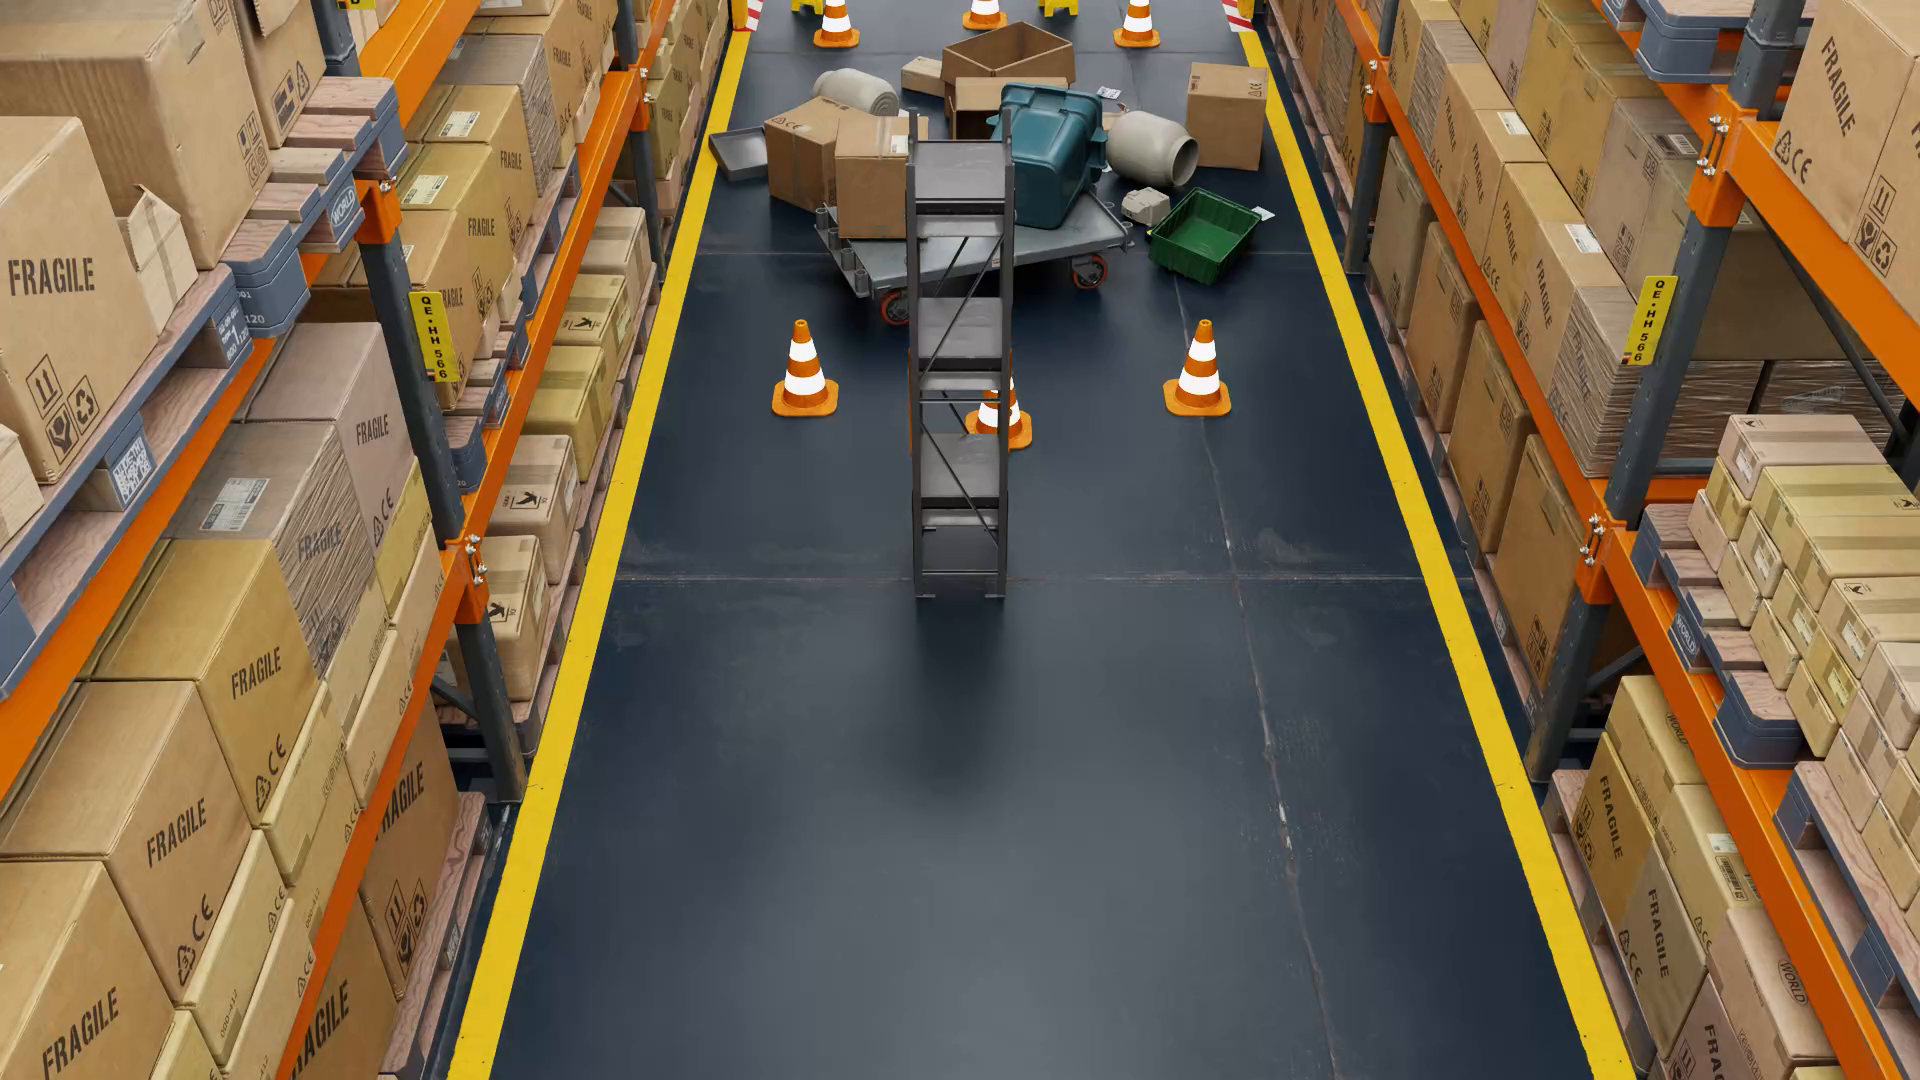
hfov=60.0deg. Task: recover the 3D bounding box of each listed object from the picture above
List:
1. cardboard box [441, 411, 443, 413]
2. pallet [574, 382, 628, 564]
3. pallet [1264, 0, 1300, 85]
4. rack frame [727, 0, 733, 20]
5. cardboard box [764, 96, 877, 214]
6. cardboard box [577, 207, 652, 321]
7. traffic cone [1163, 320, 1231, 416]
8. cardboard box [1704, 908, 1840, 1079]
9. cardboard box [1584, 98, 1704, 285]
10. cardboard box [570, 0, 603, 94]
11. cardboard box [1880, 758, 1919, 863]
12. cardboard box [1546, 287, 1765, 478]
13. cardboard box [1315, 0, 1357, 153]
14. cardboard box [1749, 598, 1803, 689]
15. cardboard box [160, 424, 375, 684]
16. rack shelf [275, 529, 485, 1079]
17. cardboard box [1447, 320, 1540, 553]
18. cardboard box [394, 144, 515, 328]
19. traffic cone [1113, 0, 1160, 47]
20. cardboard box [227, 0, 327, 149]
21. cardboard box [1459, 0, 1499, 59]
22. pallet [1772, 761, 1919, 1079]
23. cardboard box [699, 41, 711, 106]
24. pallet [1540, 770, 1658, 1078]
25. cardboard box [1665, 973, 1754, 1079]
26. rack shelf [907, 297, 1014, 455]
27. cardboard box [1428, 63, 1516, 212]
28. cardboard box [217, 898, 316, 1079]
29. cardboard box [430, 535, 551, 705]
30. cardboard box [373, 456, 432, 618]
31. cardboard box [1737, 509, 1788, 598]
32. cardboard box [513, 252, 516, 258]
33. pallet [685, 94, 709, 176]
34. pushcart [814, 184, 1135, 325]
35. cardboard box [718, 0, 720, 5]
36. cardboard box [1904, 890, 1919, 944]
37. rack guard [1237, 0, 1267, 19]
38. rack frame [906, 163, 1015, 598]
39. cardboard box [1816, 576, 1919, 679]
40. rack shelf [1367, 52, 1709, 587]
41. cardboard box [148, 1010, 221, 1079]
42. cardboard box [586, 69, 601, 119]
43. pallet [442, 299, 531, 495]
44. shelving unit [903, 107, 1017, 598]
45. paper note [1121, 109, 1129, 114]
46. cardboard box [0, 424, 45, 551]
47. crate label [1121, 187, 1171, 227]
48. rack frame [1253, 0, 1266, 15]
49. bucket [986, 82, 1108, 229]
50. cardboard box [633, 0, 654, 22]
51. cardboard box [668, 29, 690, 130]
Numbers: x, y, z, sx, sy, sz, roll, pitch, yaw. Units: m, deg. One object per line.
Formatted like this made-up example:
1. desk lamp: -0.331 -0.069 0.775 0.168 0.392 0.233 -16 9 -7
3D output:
1. cardboard box: -2.016 -0.449 5.777 0.380 0.149 0.250 -2 39 -3
2. pallet: -2.200 -0.342 8.007 1.003 0.211 1.213 0 39 0
3. pallet: 2.818 -3.661 12.150 1.003 0.211 1.213 0 39 0
4. rack frame: -2.211 -5.183 11.819 1.000 3.000 0.127 0 39 0
5. cardboard box: -0.847 -2.378 10.316 0.500 0.500 0.500 28 46 30
6. cardboard box: -2.203 -1.492 8.978 0.950 0.372 0.625 0 39 1
7. traffic cone: 1.235 -0.919 8.526 0.336 0.463 0.334 0 39 0
8. cardboard box: 2.495 1.330 4.755 0.500 0.250 0.500 0 39 0
9. cardboard box: 2.756 -1.273 6.060 0.700 0.500 0.500 -1 39 -1
10. cardboard box: -1.975 -2.402 7.695 0.500 0.500 0.500 0 39 0
11. cardboard box: 2.551 0.679 4.131 0.380 0.149 0.250 0 39 0
12. cardboard box: 2.479 -0.567 5.979 0.500 0.500 0.500 0 39 0
13. cardboard box: 2.808 -3.040 10.508 0.875 0.875 0.875 0 39 0
14. cardboard box: 2.548 0.304 4.837 0.380 0.149 0.250 2 39 2
15. cardboard box: -1.931 0.035 4.428 0.500 0.500 0.500 1 39 1
16. rack shelf: -2.200 1.351 4.240 1.077 0.370 4.000 0 39 0
17. cardboard box: 2.833 -0.460 7.389 1.050 0.750 0.750 1 39 1
18. cardboard box: -1.979 -1.106 6.078 0.500 0.500 0.500 2 39 2
19. traffic cone: 1.319 -3.927 12.280 0.336 0.463 0.334 0 39 0
20. cardboard box: -2.051 -1.319 4.180 0.797 0.503 0.637 -2 39 -3
21. cardboard box: 2.752 -2.545 7.648 0.700 0.500 0.500 -1 39 -1
22. pallet: 2.791 1.066 4.175 1.003 0.211 1.213 0 39 0
23. cardboard box: -1.942 -3.117 11.104 0.500 0.250 0.500 -1 39 -2
24. pallet: 2.747 1.330 5.921 1.003 0.211 1.213 0 39 0
25. cardboard box: 2.503 1.643 4.965 0.500 0.500 0.500 -1 39 -1
26. rack shelf: 0.000 -0.705 6.973 0.431 0.518 0.480 0 39 0
27. cardboard box: 2.474 -1.830 7.555 0.500 0.500 0.500 0 39 0
28. cardboard box: -1.912 1.148 4.039 0.500 0.250 0.500 -1 39 -1
29. cardboard box: -2.193 0.328 6.707 0.950 0.372 0.625 -2 39 -3
30. cardboard box: -1.947 -0.014 5.089 0.500 0.250 0.500 0 39 0
31. cardboard box: 2.550 0.043 4.924 0.380 0.149 0.250 2 39 2
32. cardboard box: -1.995 -1.120 6.614 0.380 0.149 0.250 2 39 3
33. pallet: -2.247 -2.778 11.048 1.003 0.211 1.213 0 39 0
34. pushcart: 0.073 -1.691 9.558 1.648 0.377 0.936 -13 40 -16
35. cardboard box: -1.949 -4.066 11.688 0.500 0.500 0.500 0 39 0
36. cardboard box: 2.549 0.959 4.019 0.380 0.149 0.250 -1 39 -2
37. rack guard: 2.739 -4.289 12.702 1.175 0.500 0.348 0 39 0
38. rack frame: 0.000 -0.563 6.774 0.400 2.100 0.015 0 39 0
39. cardboard box: 2.553 0.231 4.452 0.380 0.149 0.250 -2 39 -2
40. rack shelf: 2.746 -1.217 7.445 1.077 0.370 4.000 0 39 0
41. cardboard box: -1.918 1.268 3.489 0.500 0.250 0.500 0 39 1
42. cardboard box: -1.911 -2.100 7.836 0.380 0.149 0.250 -1 39 -1
43. pallet: -2.309 -0.551 6.192 1.213 0.211 1.003 0 39 0
44. shelving unit: 0.000 -0.716 6.964 0.431 2.100 0.503 0 39 0
45. paper note: 1.121 -2.930 11.399 0.032 0.001 0.123 20 43 23
46. cardboard box: -1.849 -0.103 2.853 0.396 0.266 0.258 3 39 4
47. crate label: 1.140 -2.048 10.196 0.298 0.136 0.250 -28 46 -30
48. rack frame: 2.739 -5.250 11.902 1.000 3.000 0.127 0 39 0
49. bucket: 0.438 -2.147 9.433 0.726 0.611 0.620 13 50 15
50. cardboard box: -1.928 -3.112 8.917 0.500 0.500 0.500 0 39 0
51. cardboard box: -1.950 -2.769 10.070 0.500 0.500 0.500 1 39 2
